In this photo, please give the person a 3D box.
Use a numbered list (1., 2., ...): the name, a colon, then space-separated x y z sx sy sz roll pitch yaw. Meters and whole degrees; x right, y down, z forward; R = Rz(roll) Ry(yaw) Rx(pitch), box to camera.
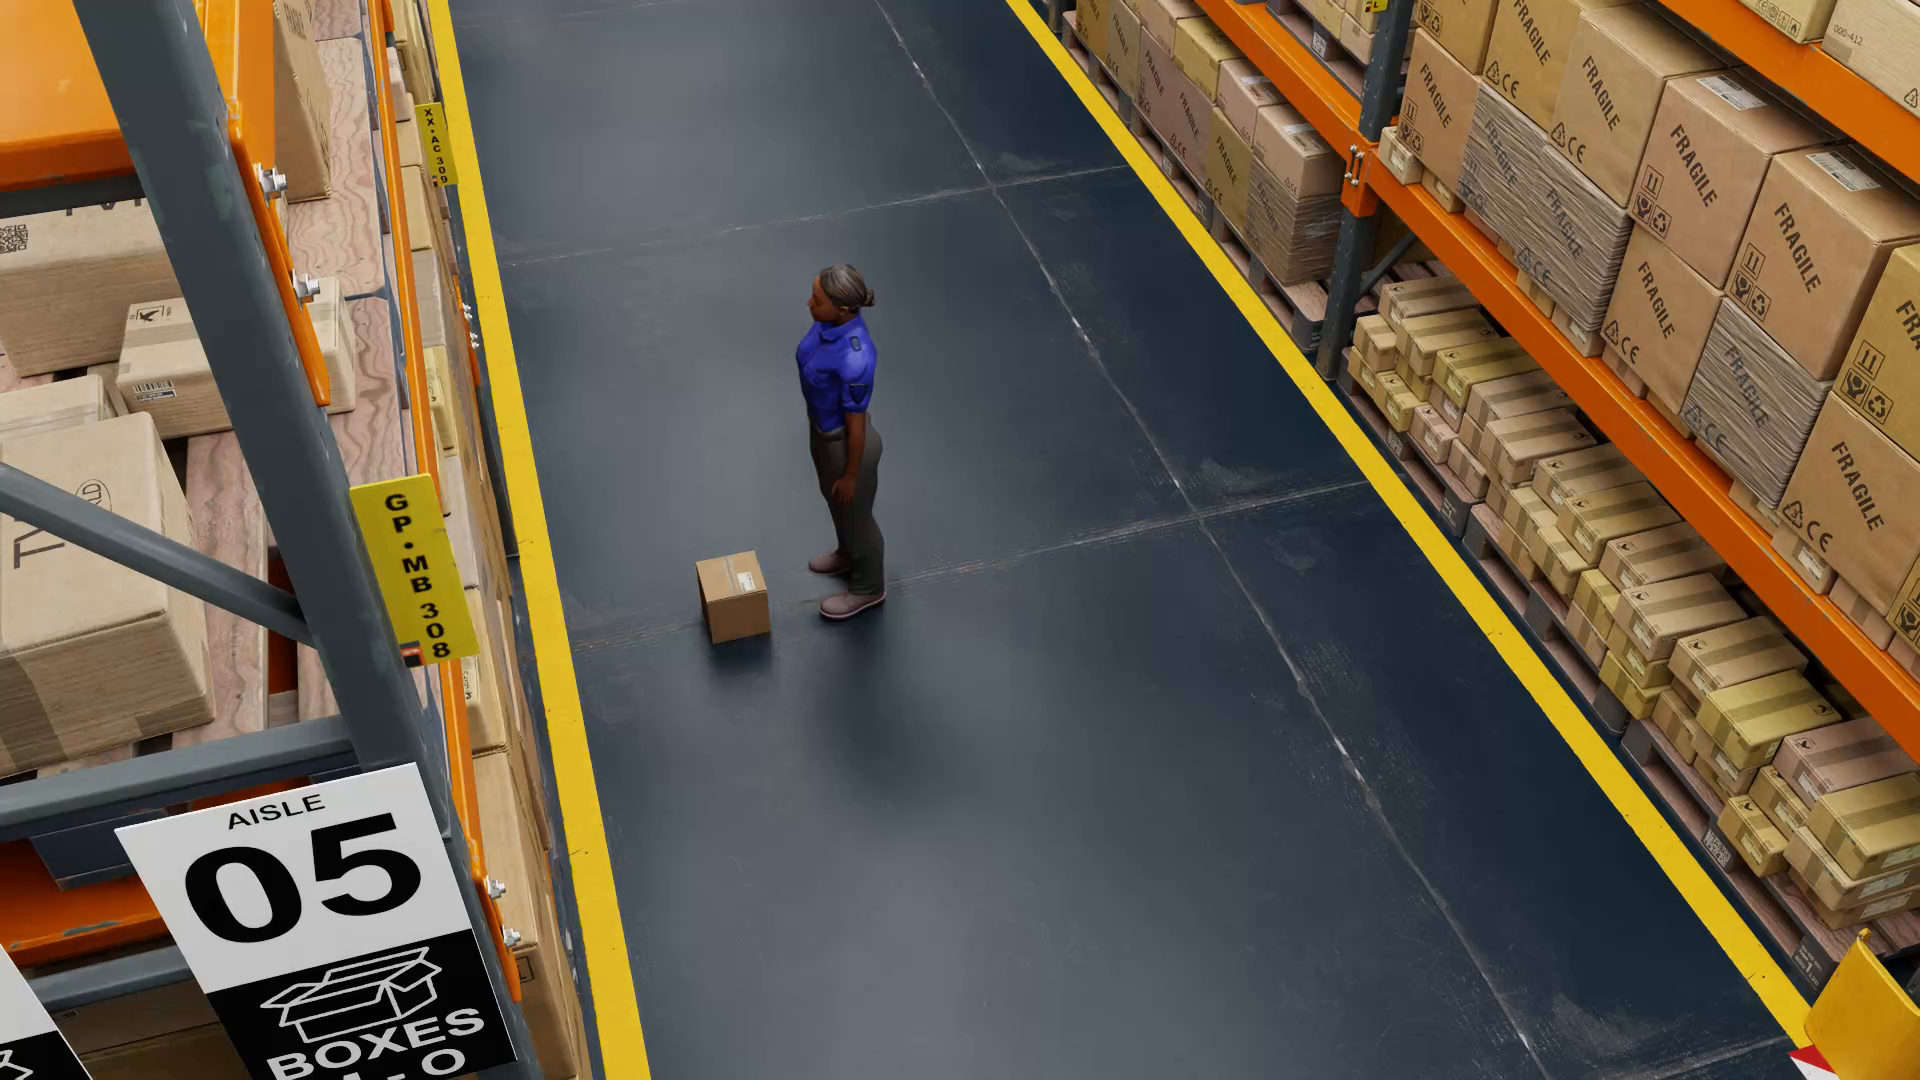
1. person: -0.474 -0.385 6.586 0.317 1.675 0.486 -12 44 -13
